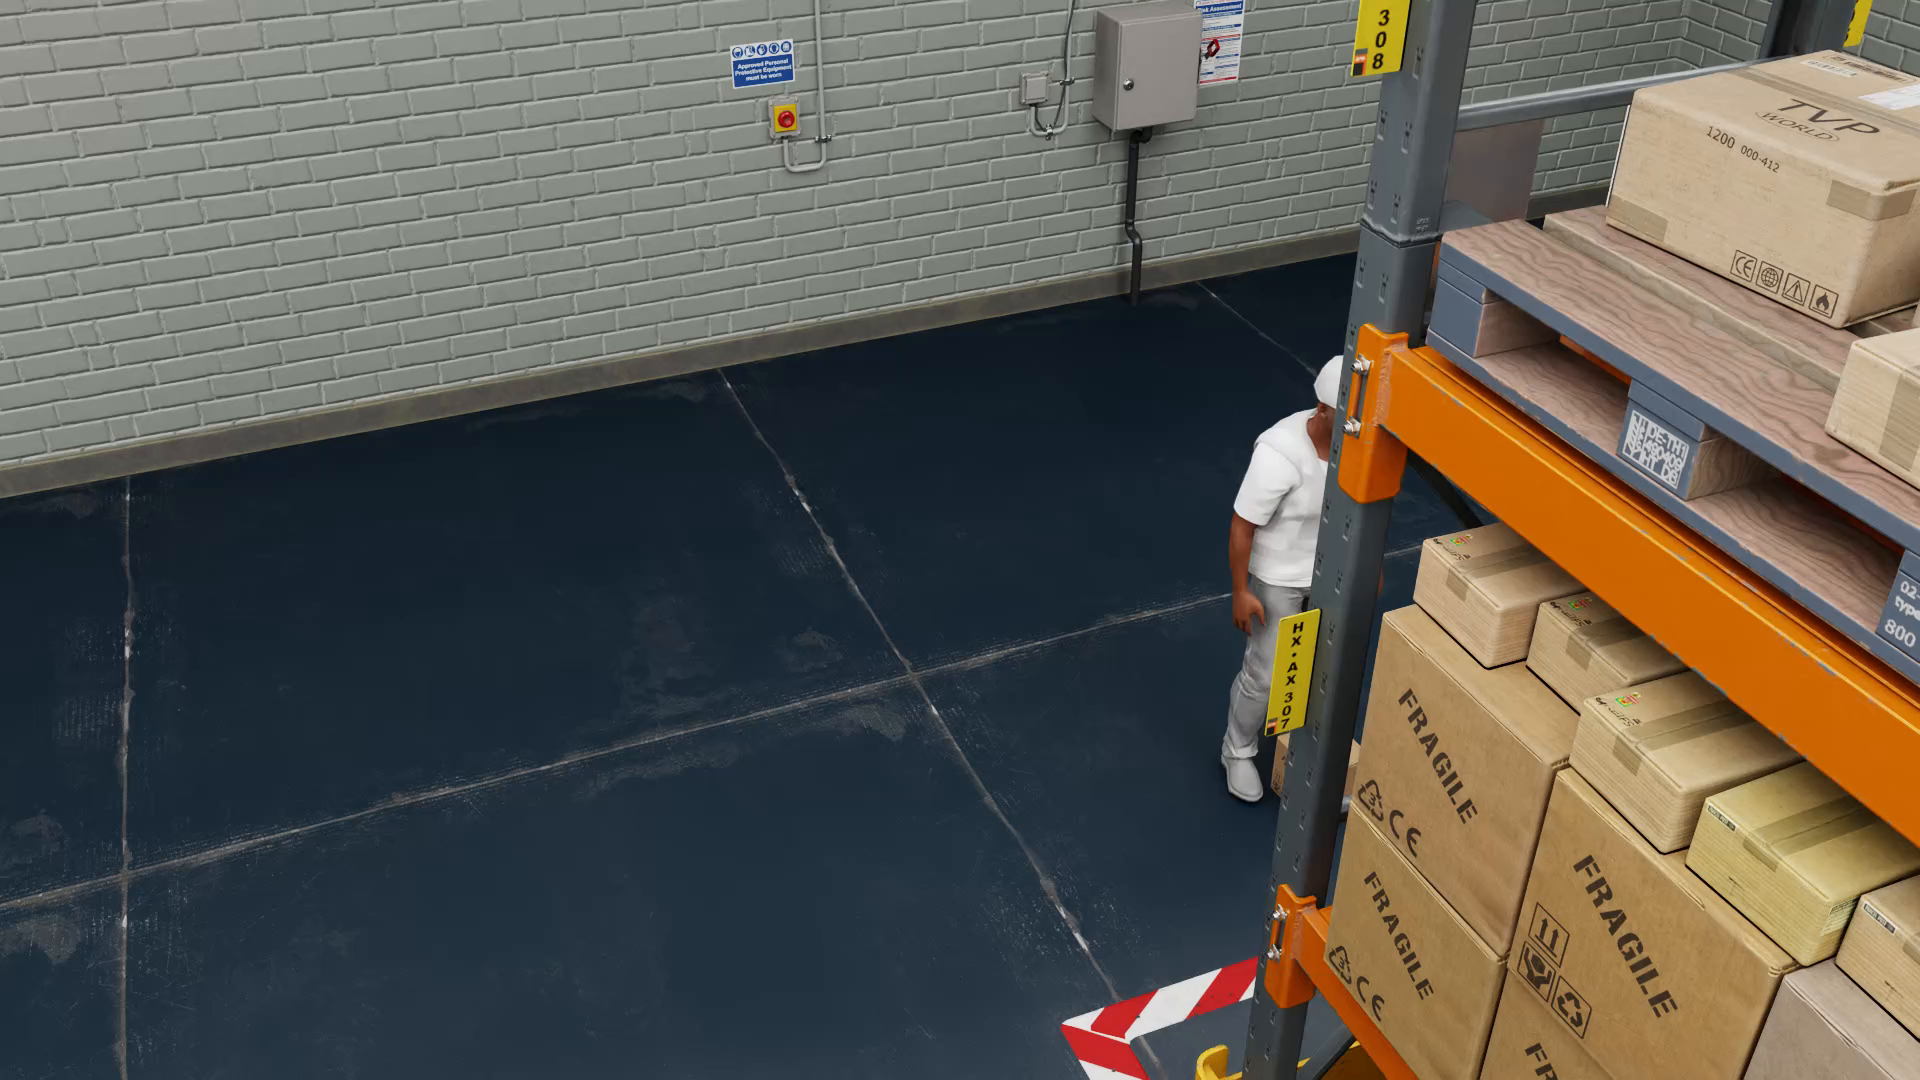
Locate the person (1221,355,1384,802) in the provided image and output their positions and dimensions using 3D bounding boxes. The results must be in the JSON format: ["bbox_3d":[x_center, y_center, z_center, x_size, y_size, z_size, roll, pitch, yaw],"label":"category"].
[{"bbox_3d":[1.239,0.123,5.935,0.627,1.761,0.456,-13,35,-18],"label":"person"}]
